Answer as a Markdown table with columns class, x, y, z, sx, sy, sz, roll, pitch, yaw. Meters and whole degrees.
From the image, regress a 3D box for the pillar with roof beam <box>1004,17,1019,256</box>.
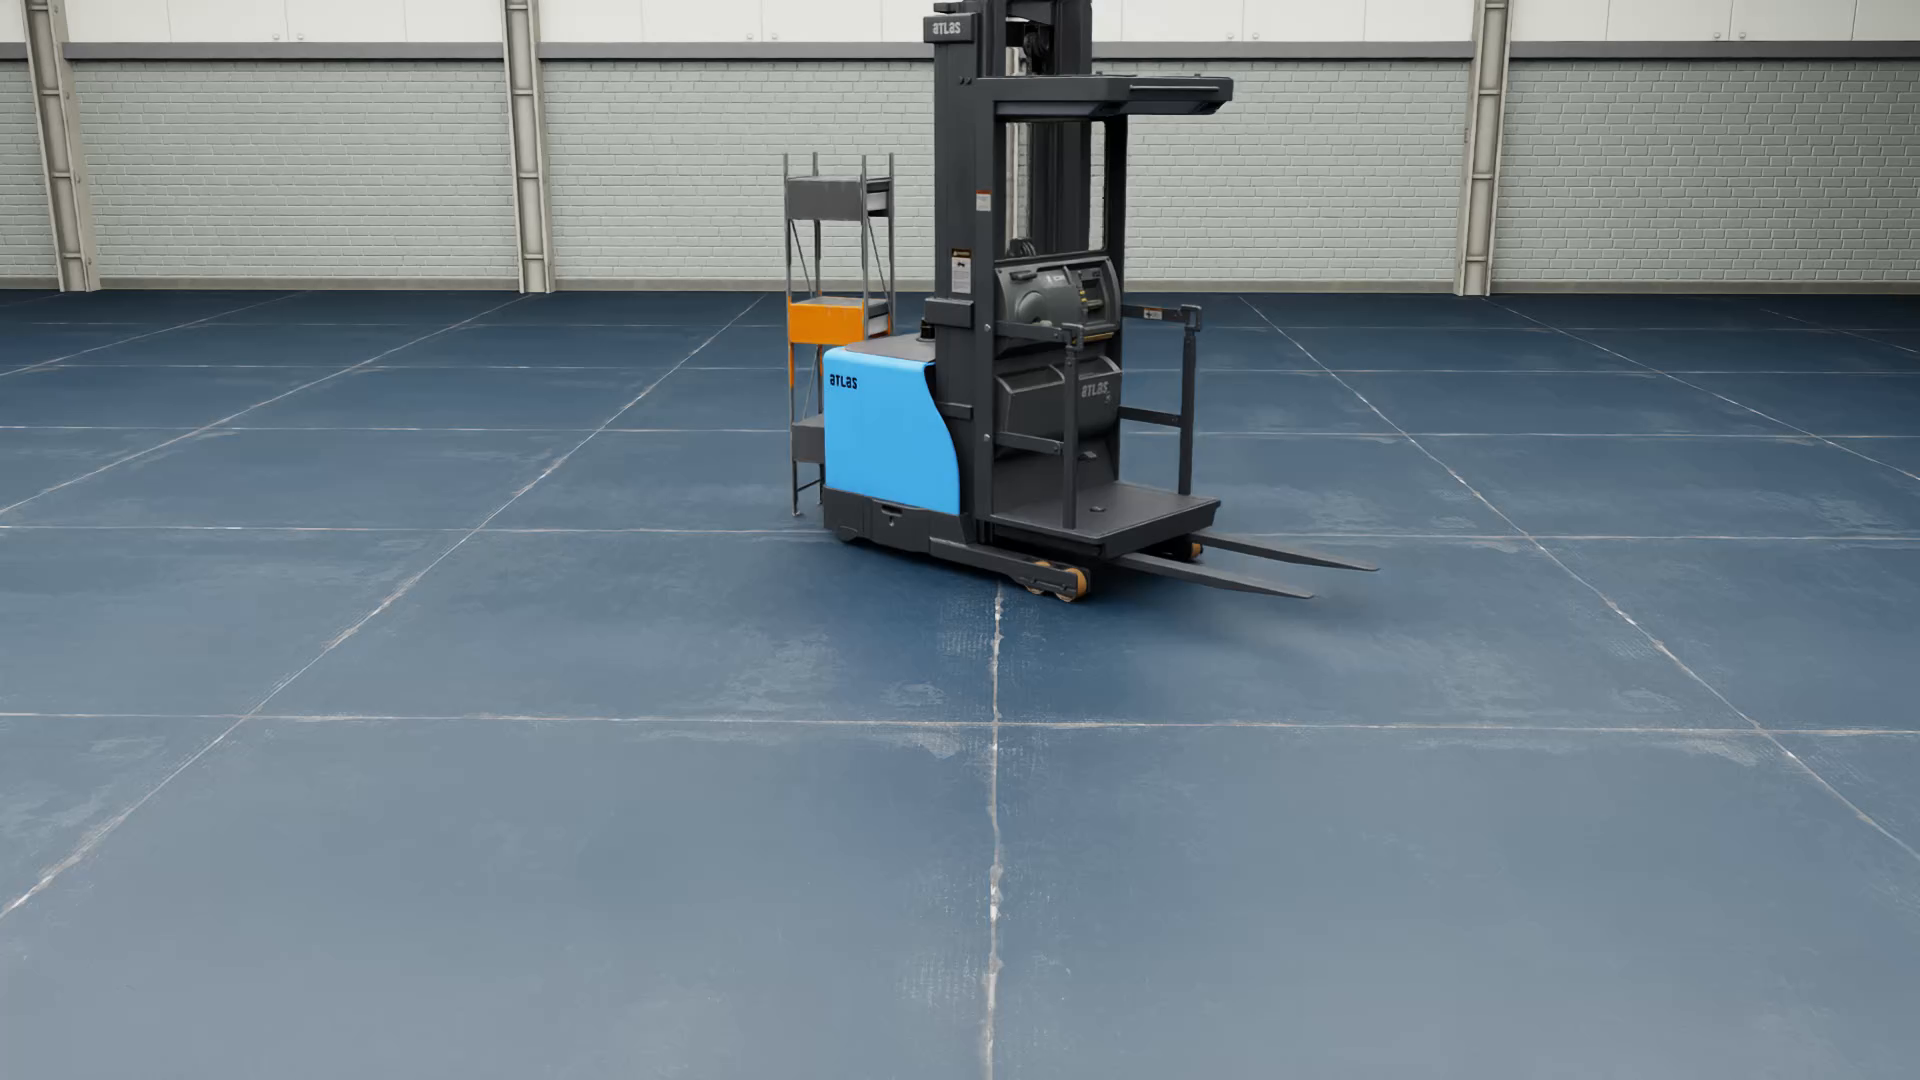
| class | x | y | z | sx | sy | sz | roll | pitch | yaw |
| --- | --- | --- | --- | --- | --- | --- | --- | --- | --- |
| pillar with roof beam | 0.422 | -6.433 | 16.083 | 0.400 | 9.000 | 9.100 | 0 | 15 | 1 |

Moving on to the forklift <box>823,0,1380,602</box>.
| class | x | y | z | sx | sy | sz | roll | pitch | yaw |
| --- | --- | --- | --- | --- | --- | --- | --- | --- | --- |
| forklift | 0.667 | -1.264 | 8.386 | 3.031 | 2.935 | 1.130 | 13 | 20 | 40 |

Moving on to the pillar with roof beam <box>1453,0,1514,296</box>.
| class | x | y | z | sx | sy | sz | roll | pitch | yaw |
| --- | --- | --- | --- | --- | --- | --- | --- | --- | --- |
| pillar with roof beam | 6.420 | -6.394 | 15.935 | 0.400 | 9.000 | 9.100 | 0 | 15 | 1 |

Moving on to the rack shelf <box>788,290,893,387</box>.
| class | x | y | z | sx | sy | sz | roll | pitch | yaw |
| --- | --- | --- | --- | --- | --- | --- | --- | --- | --- |
| rack shelf | -0.687 | -1.164 | 9.691 | 0.480 | 0.518 | 0.431 | 6 | 16 | 22 |

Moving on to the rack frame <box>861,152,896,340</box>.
| class | x | y | z | sx | sy | sz | roll | pitch | yaw |
| --- | --- | --- | --- | --- | --- | --- | --- | --- | --- |
| rack frame | -0.461 | -1.154 | 9.598 | 0.015 | 2.100 | 0.400 | 6 | 16 | 22 |

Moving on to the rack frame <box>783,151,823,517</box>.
| class | x | y | z | sx | sy | sz | roll | pitch | yaw |
| --- | --- | --- | --- | --- | --- | --- | --- | --- | --- |
| rack frame | -0.913 | -1.201 | 9.777 | 0.015 | 2.100 | 0.400 | 6 | 16 | 22 |

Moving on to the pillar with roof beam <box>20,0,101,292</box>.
| class | x | y | z | sx | sy | sz | roll | pitch | yaw |
| --- | --- | --- | --- | --- | --- | --- | --- | --- | --- |
| pillar with roof beam | -11.574 | -6.511 | 16.379 | 0.400 | 9.000 | 9.100 | 0 | 15 | 1 |

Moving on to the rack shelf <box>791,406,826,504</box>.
| class | x | y | z | sx | sy | sz | roll | pitch | yaw |
| --- | --- | --- | --- | --- | --- | --- | --- | --- | --- |
| rack shelf | -0.687 | -0.488 | 9.870 | 0.480 | 0.518 | 0.431 | 6 | 16 | 22 |

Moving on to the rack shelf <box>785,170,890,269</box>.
| class | x | y | z | sx | sy | sz | roll | pitch | yaw |
| --- | --- | --- | --- | --- | --- | --- | --- | --- | --- |
| rack shelf | -0.687 | -1.841 | 9.513 | 0.480 | 0.518 | 0.431 | 6 | 16 | 22 |

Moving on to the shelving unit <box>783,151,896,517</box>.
| class | x | y | z | sx | sy | sz | roll | pitch | yaw |
| --- | --- | --- | --- | --- | --- | --- | --- | --- | --- |
| shelving unit | -0.687 | -1.178 | 9.688 | 0.503 | 2.100 | 0.431 | 6 | 16 | 22 |

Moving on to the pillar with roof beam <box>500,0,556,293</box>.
| class | x | y | z | sx | sy | sz | roll | pitch | yaw |
| --- | --- | --- | --- | --- | --- | --- | --- | --- | --- |
| pillar with roof beam | -5.576 | -6.472 | 16.231 | 0.400 | 9.000 | 9.100 | 0 | 15 | 1 |
